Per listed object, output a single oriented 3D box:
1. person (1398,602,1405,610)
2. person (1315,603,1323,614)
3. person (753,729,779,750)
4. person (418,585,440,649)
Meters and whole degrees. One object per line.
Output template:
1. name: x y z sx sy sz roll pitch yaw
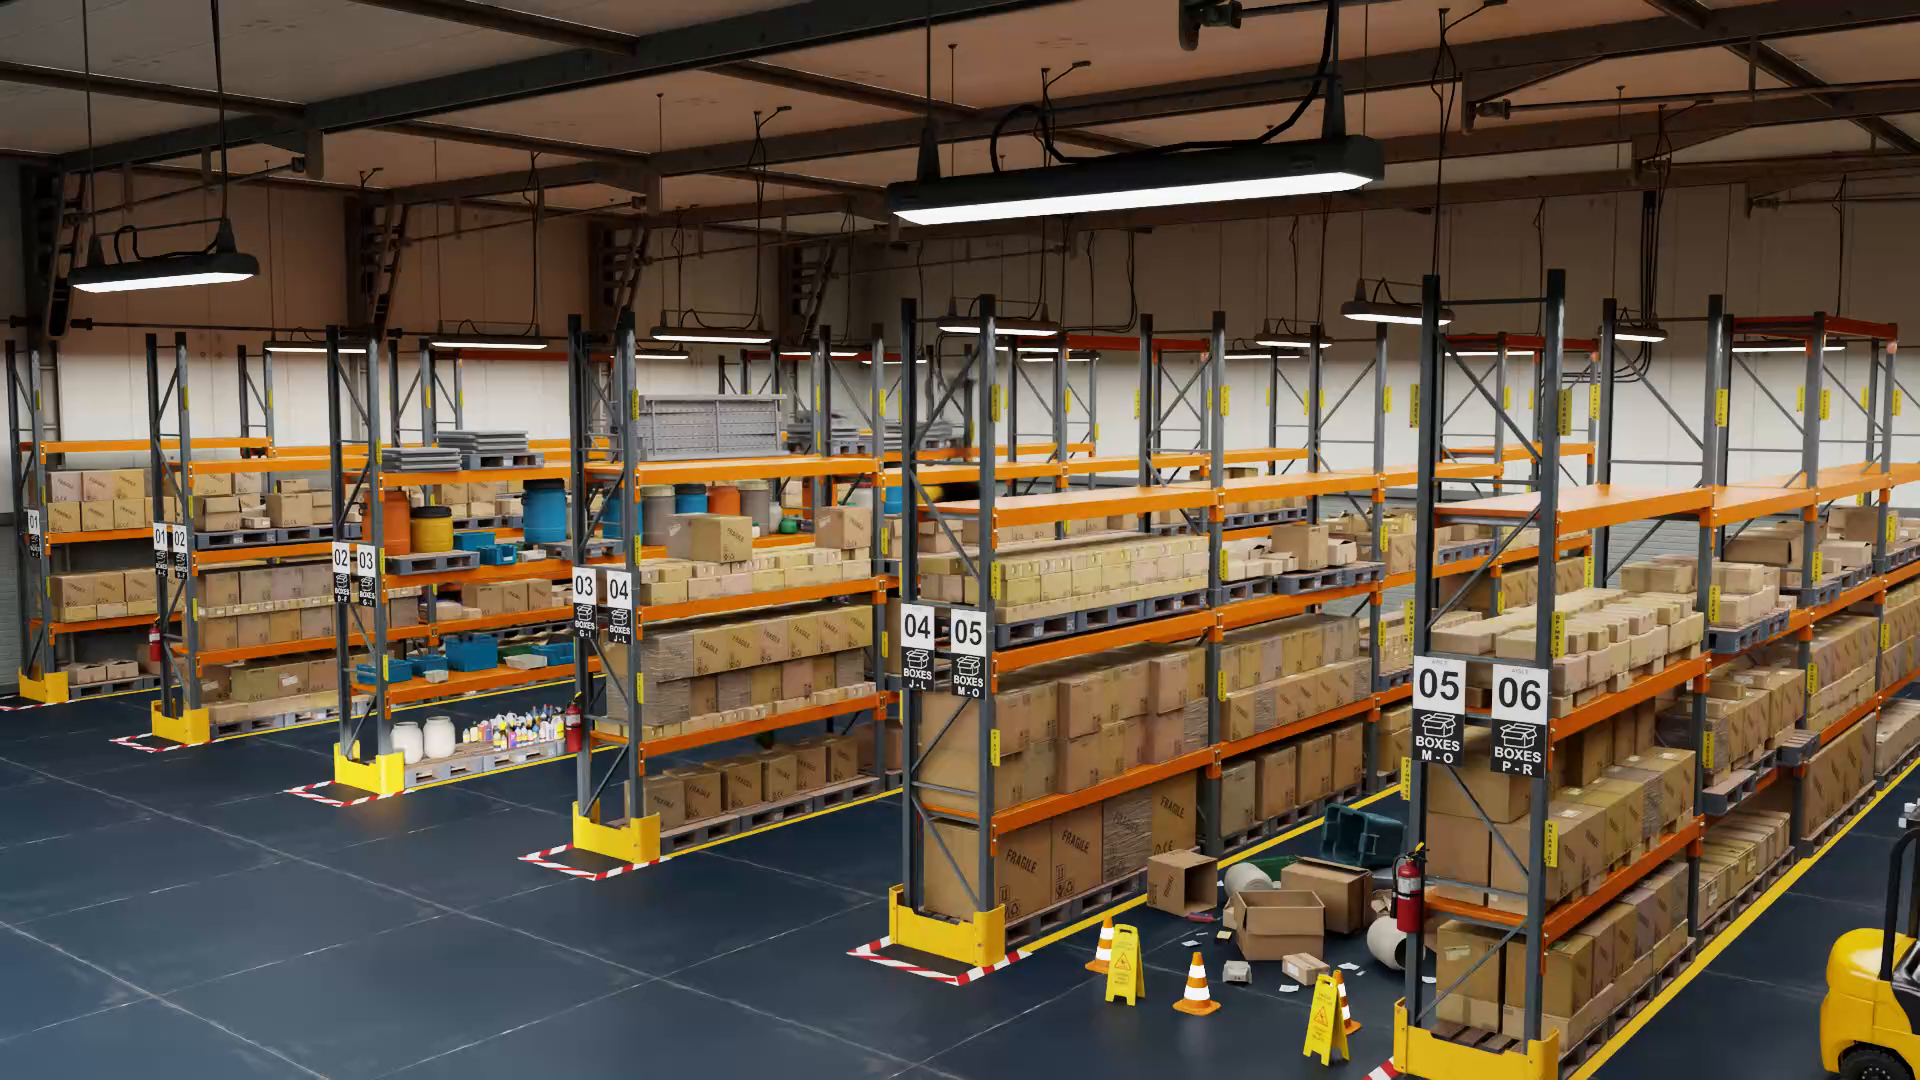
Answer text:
1. person: 7.322 1.878 27.248 0.553 1.758 0.745 4 7 40
2. person: 6.072 1.817 28.026 0.564 1.587 0.840 5 7 44
3. person: -2.520 2.273 22.332 0.647 1.619 0.758 -3 6 -29
4. person: -9.499 1.639 29.824 0.566 1.649 0.929 3 6 33
